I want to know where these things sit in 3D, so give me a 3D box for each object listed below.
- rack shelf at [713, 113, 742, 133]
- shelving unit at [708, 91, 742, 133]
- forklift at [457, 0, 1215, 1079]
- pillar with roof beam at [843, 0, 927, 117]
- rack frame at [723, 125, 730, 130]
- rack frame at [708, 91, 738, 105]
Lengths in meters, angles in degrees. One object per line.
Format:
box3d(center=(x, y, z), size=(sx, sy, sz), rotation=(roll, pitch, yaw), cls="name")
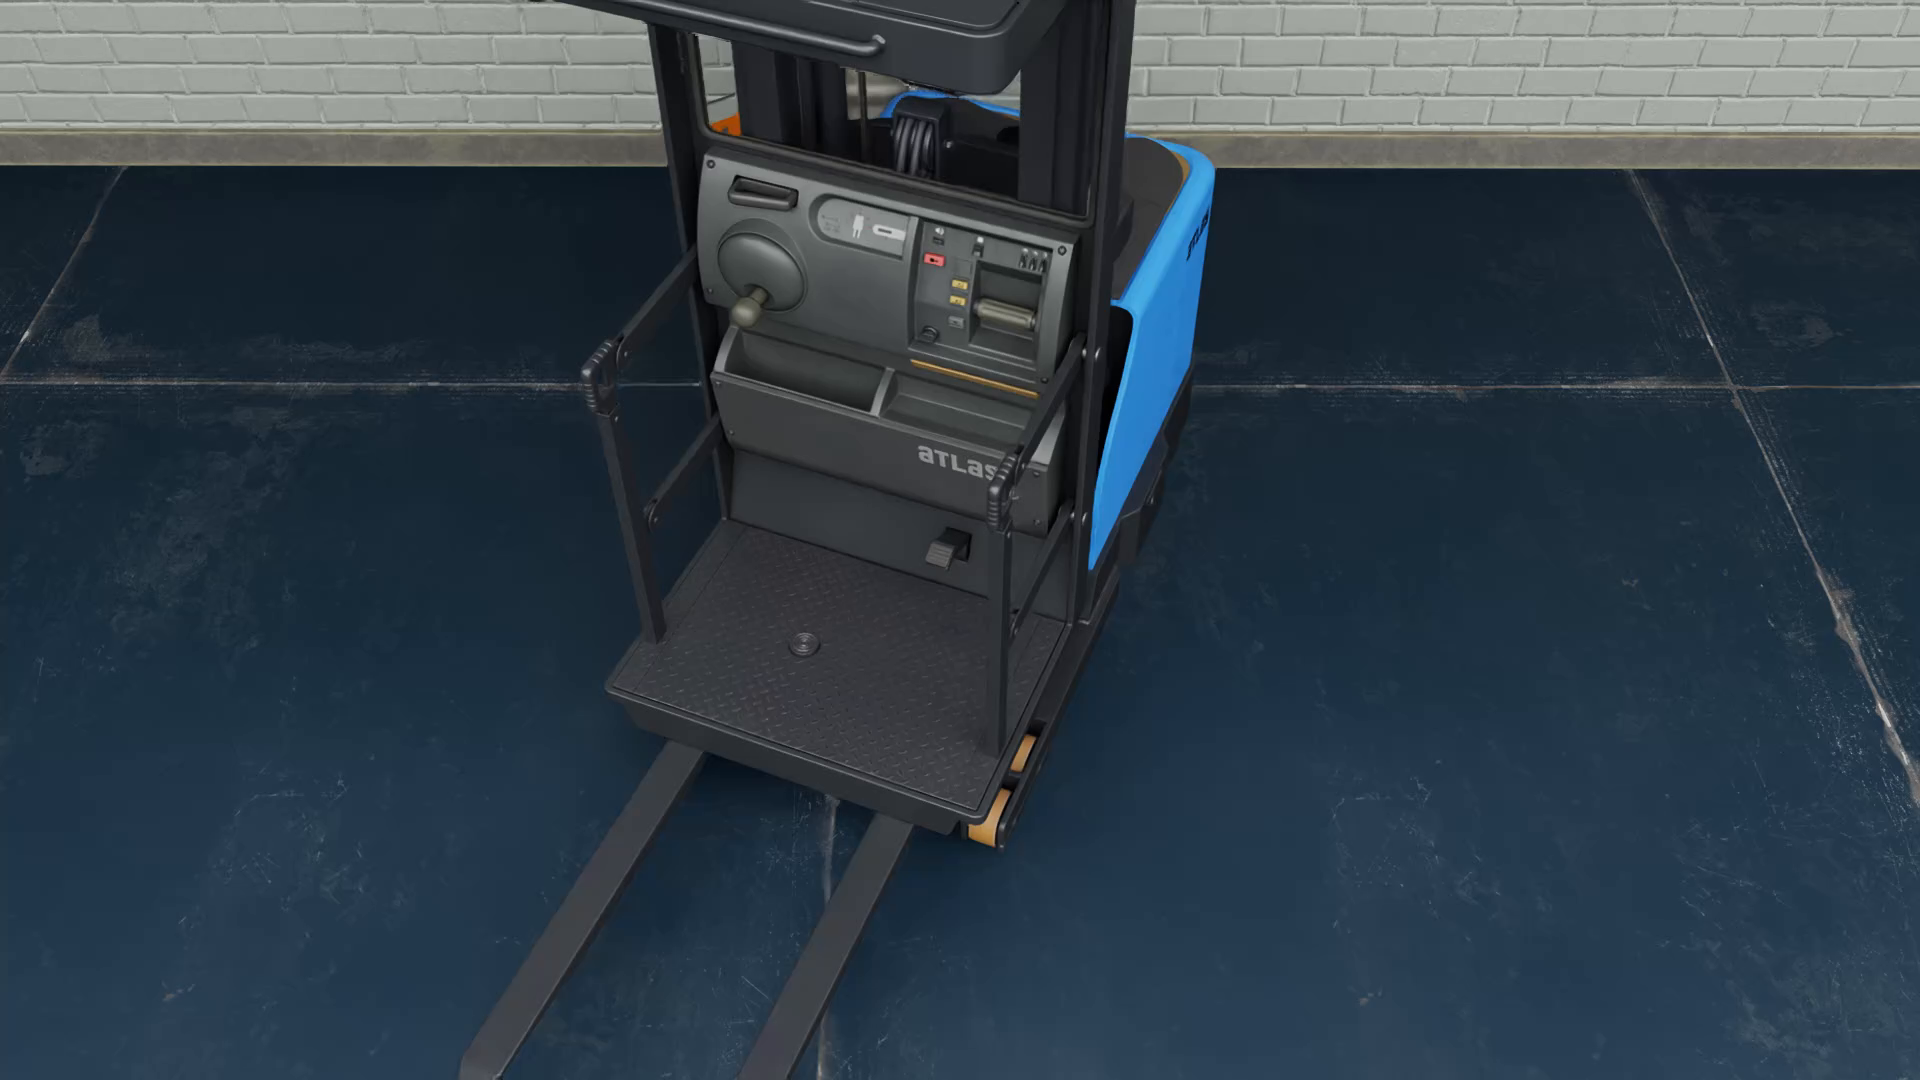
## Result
box3d(center=(-0.694, -1.176, 5.254), size=(0.215, 0.259, 0.240), rotation=(-27, 53, -23), cls="rack shelf")
box3d(center=(-0.694, -0.990, 5.454), size=(0.215, 1.050, 0.252), rotation=(-27, 53, -23), cls="shelving unit")
box3d(center=(-0.268, -0.534, 3.745), size=(1.130, 2.935, 3.031), rotation=(17, 49, 15), cls="forklift")
box3d(center=(-0.344, -1.317, 0.328), size=(0.400, 9.000, 9.100), rotation=(0, 47, 0), cls="pillar with roof beam")
box3d(center=(-0.623, -0.917, 5.386), size=(0.200, 1.050, 0.008), rotation=(-27, 53, -23), cls="rack frame")
box3d(center=(-0.764, -1.063, 5.522), size=(0.200, 1.050, 0.008), rotation=(-27, 53, -23), cls="rack frame")
